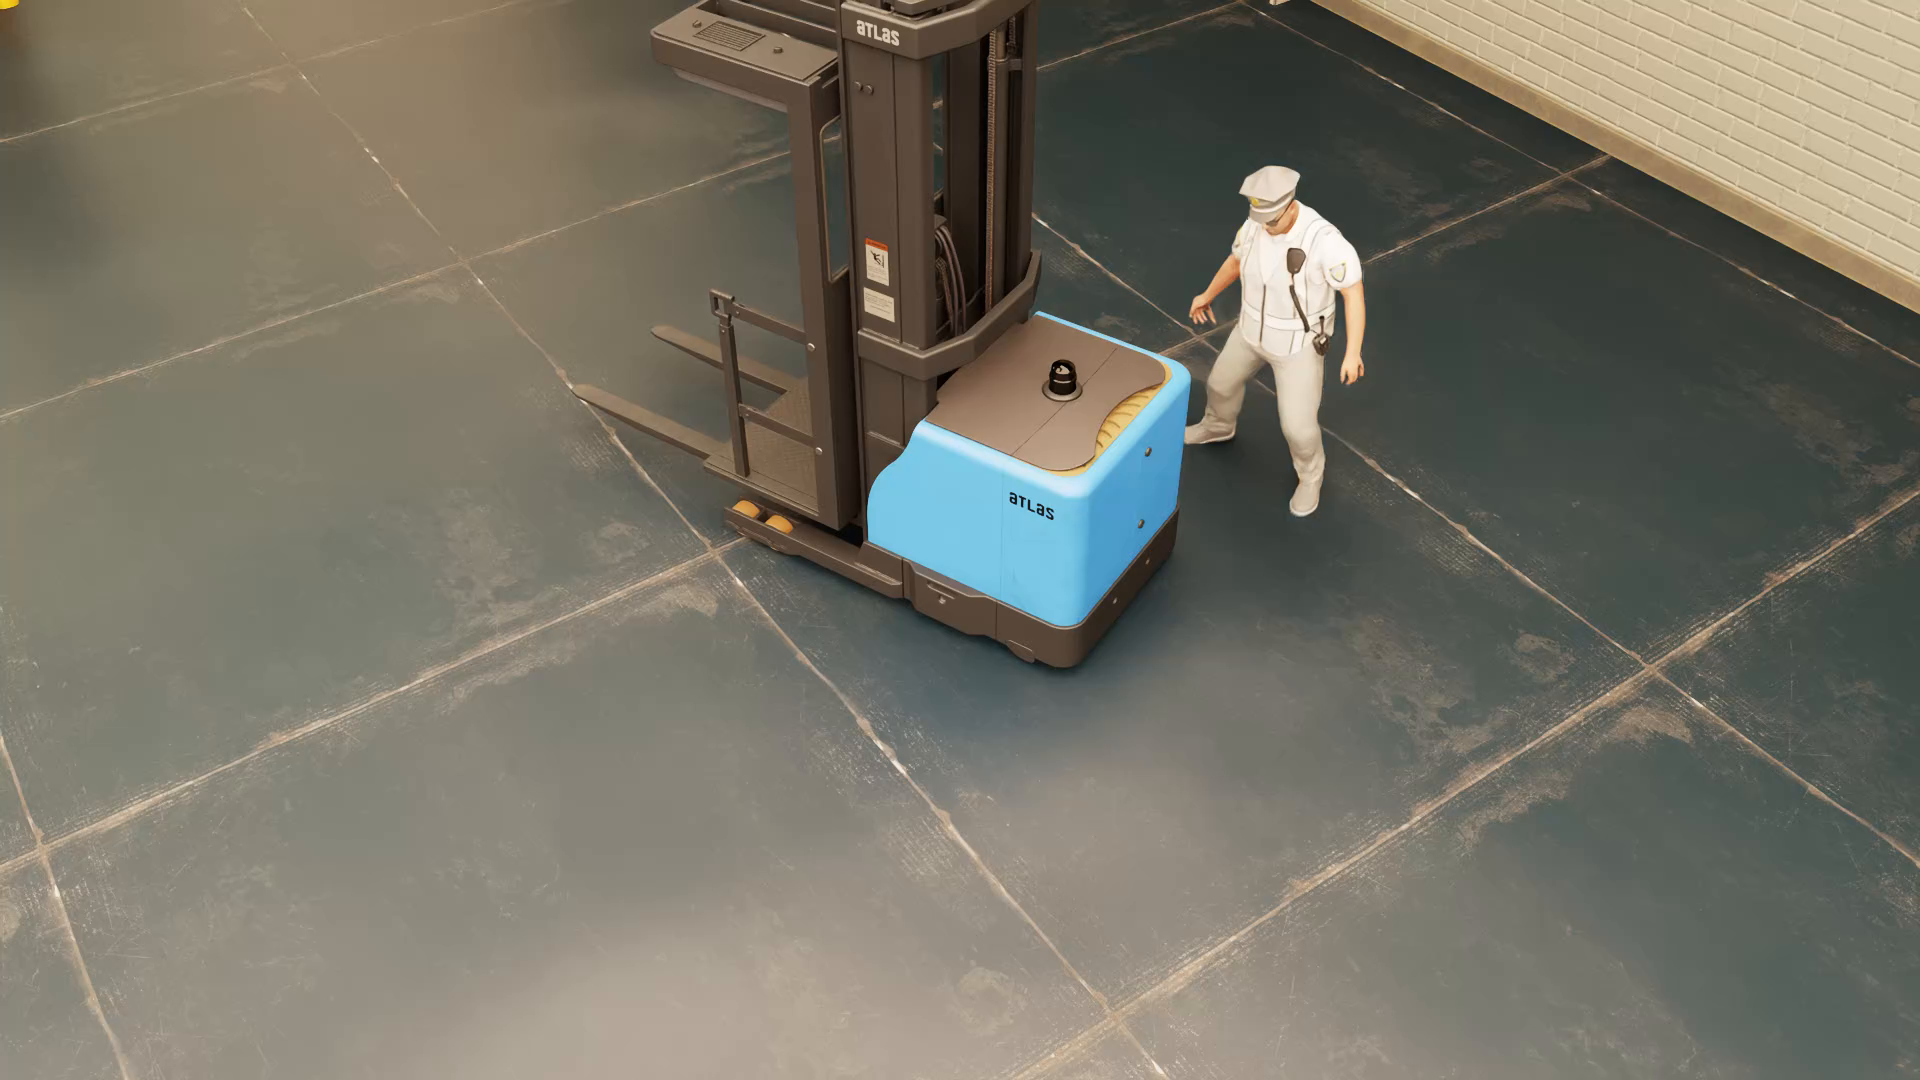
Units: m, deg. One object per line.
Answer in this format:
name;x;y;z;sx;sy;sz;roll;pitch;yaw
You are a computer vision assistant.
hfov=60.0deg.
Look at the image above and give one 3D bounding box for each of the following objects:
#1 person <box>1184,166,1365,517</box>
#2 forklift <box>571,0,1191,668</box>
person;1.445;-0.942;7.671;0.951;1.715;0.451;32;52;30
forklift;-0.511;-1.302;7.129;3.031;2.935;1.130;24;48;24
